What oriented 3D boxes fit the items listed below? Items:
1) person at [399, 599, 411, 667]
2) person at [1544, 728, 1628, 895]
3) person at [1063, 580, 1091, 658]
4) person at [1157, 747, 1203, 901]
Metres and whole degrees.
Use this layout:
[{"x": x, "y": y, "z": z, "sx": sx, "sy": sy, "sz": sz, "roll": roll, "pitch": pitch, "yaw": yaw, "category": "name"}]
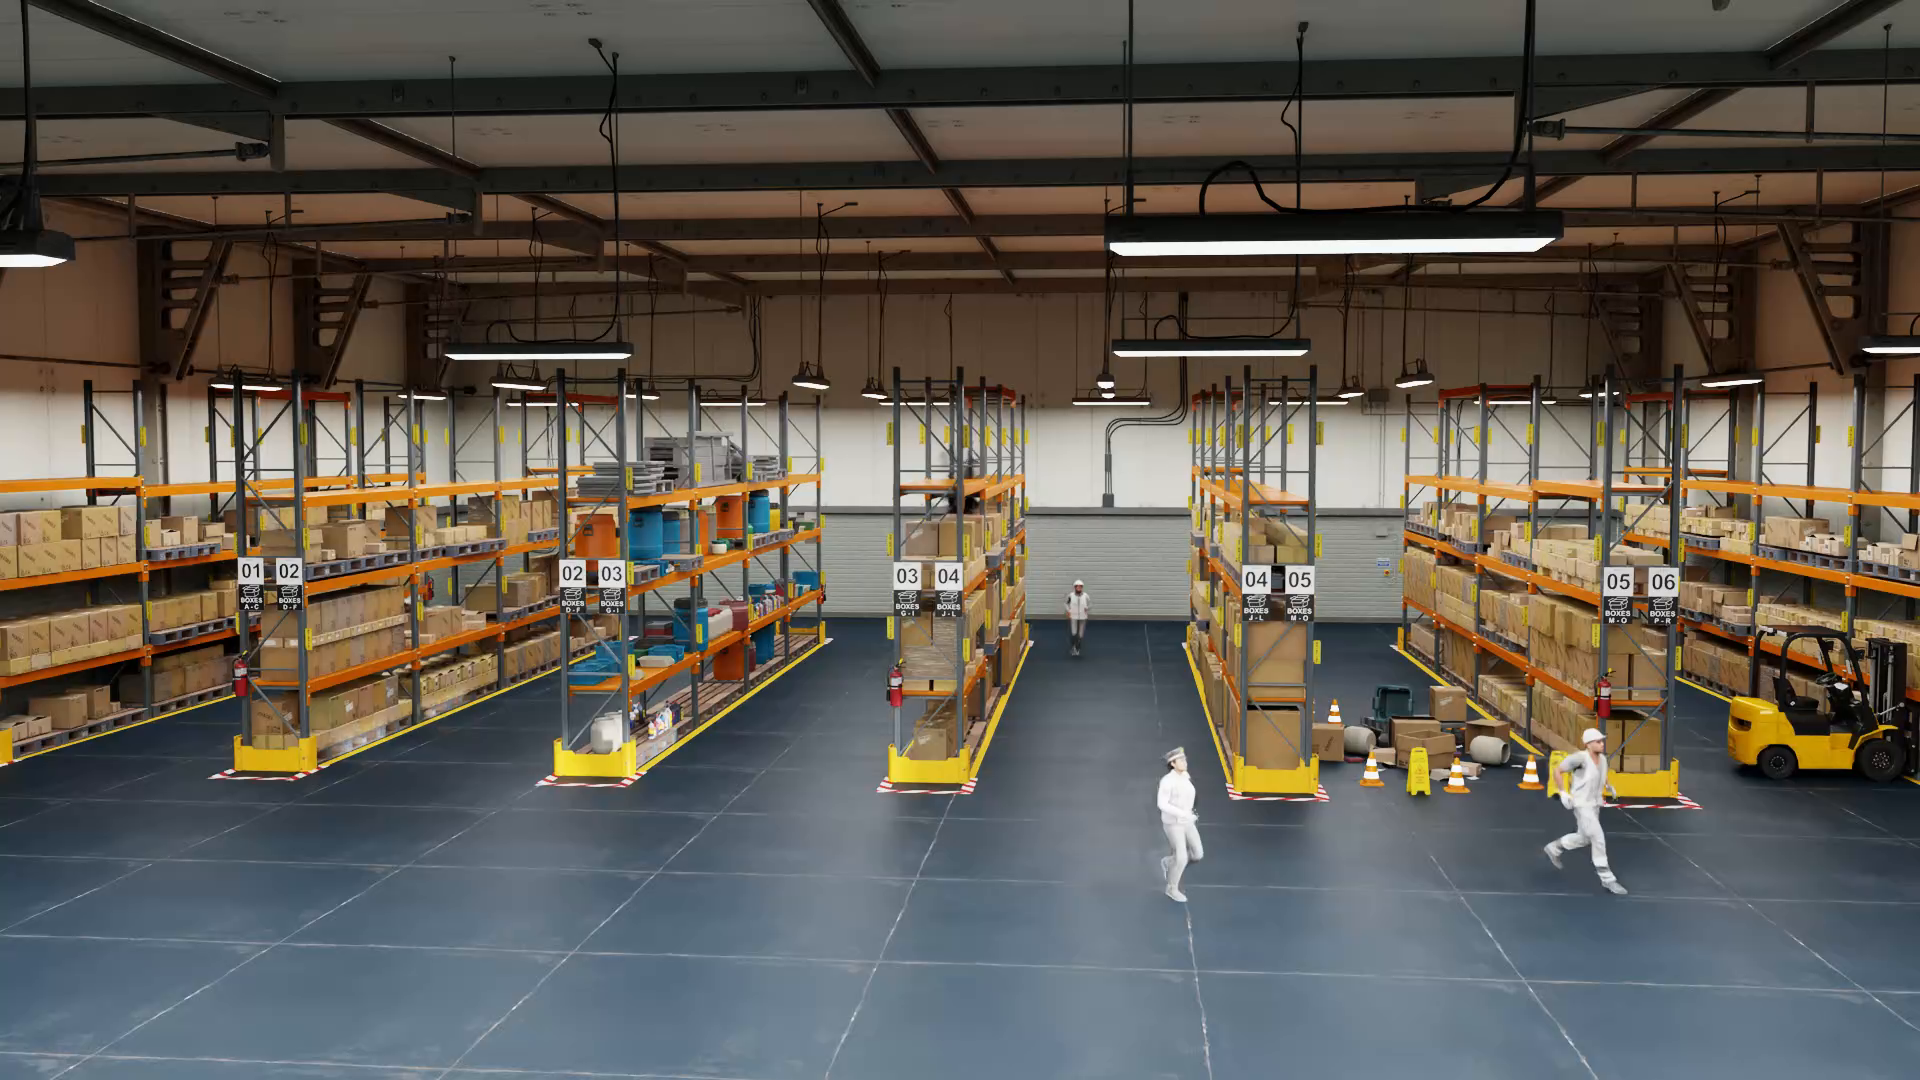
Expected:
[{"x": -11.155, "y": 2.048, "z": 33.642, "sx": 0.704, "sy": 1.725, "sz": 0.668, "roll": 0, "pitch": 4, "yaw": 0, "category": "person"}, {"x": 6.945, "y": 2.960, "z": 18.488, "sx": 0.685, "sy": 1.775, "sz": 1.046, "roll": -2, "pitch": 4, "yaw": -34, "category": "person"}, {"x": 2.671, "y": 1.787, "z": 37.686, "sx": 0.634, "sy": 1.763, "sz": 0.687, "roll": 0, "pitch": 4, "yaw": -5, "category": "person"}, {"x": 2.383, "y": 3.059, "z": 17.983, "sx": 0.538, "sy": 1.666, "sz": 0.657, "roll": 3, "pitch": 5, "yaw": 42, "category": "person"}]
